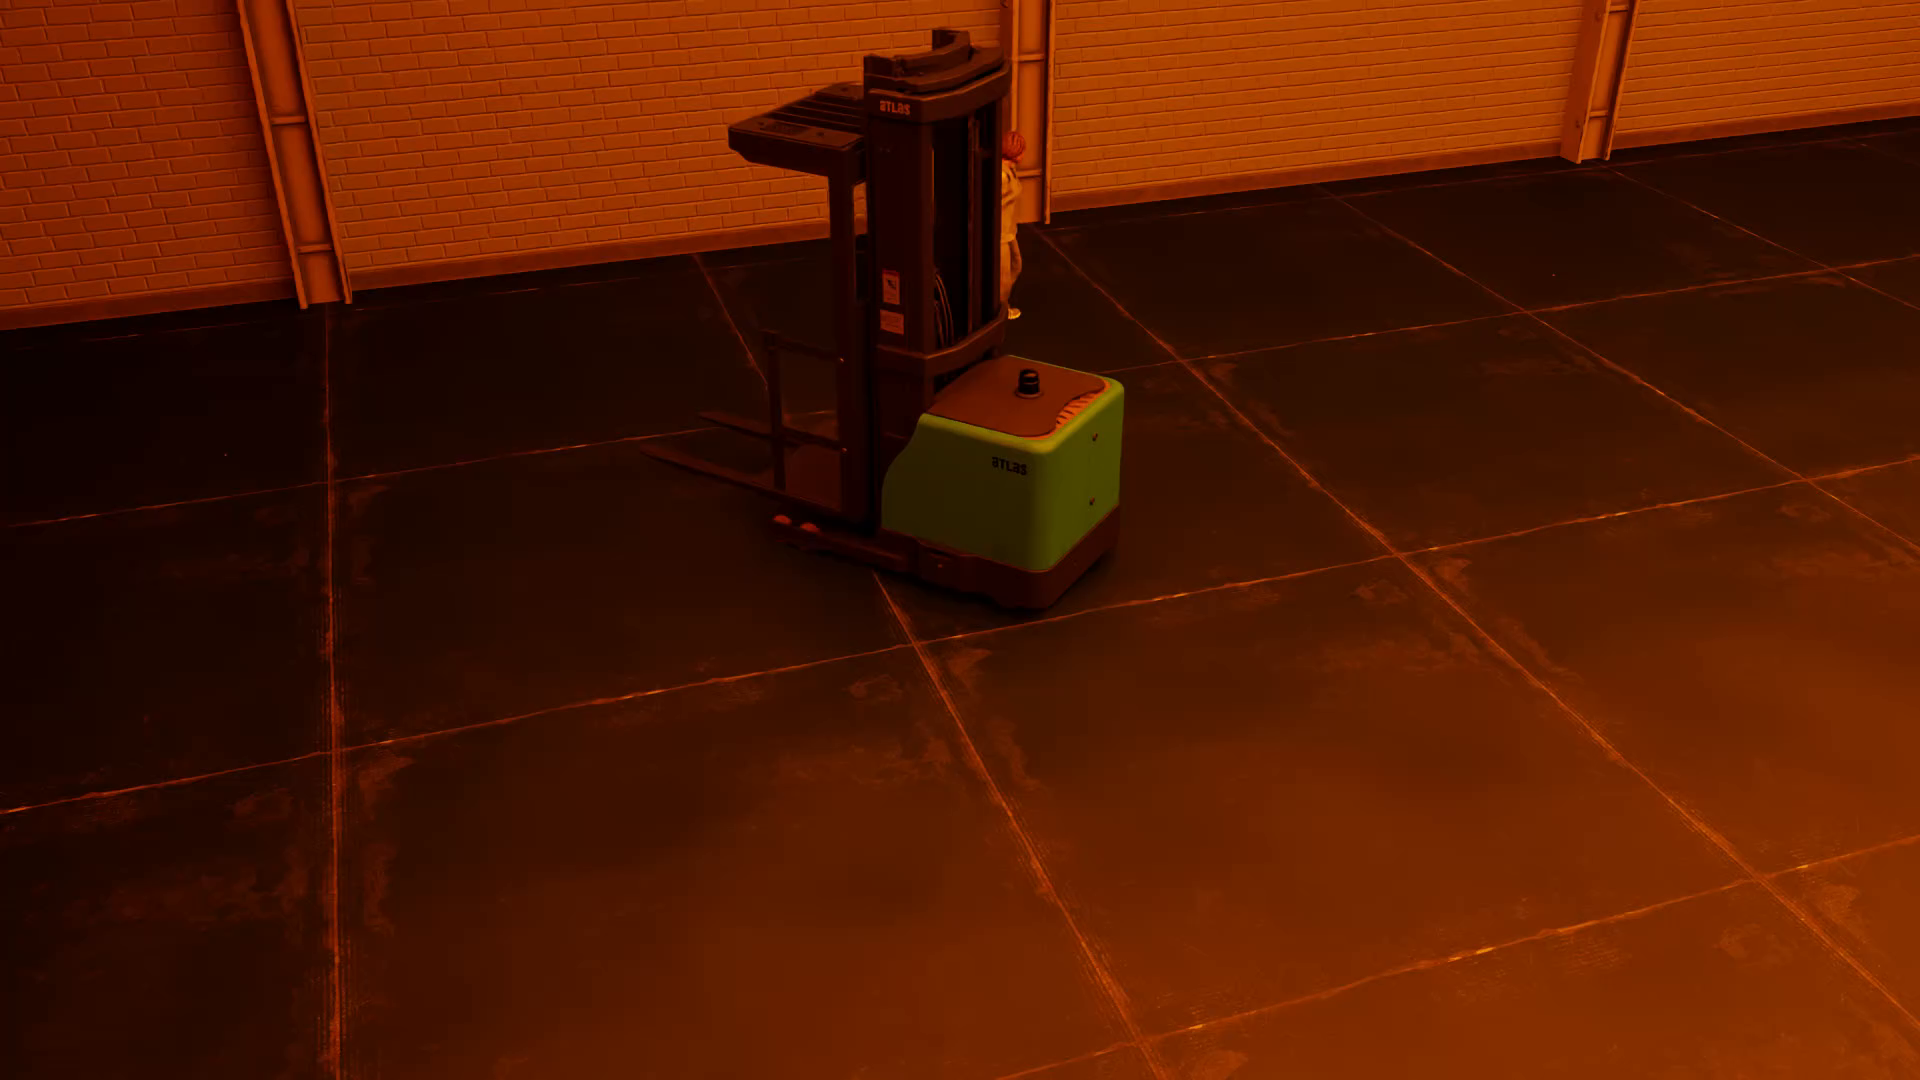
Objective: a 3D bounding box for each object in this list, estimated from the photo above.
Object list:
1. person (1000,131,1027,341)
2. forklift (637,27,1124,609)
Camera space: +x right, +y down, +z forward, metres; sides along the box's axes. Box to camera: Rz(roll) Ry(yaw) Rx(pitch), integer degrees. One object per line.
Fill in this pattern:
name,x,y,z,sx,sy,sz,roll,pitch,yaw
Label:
person,0.279,-2.270,12.434,0.402,1.568,0.731,5,30,8
forklift,-0.584,-1.412,9.542,3.031,2.935,1.130,16,34,26
